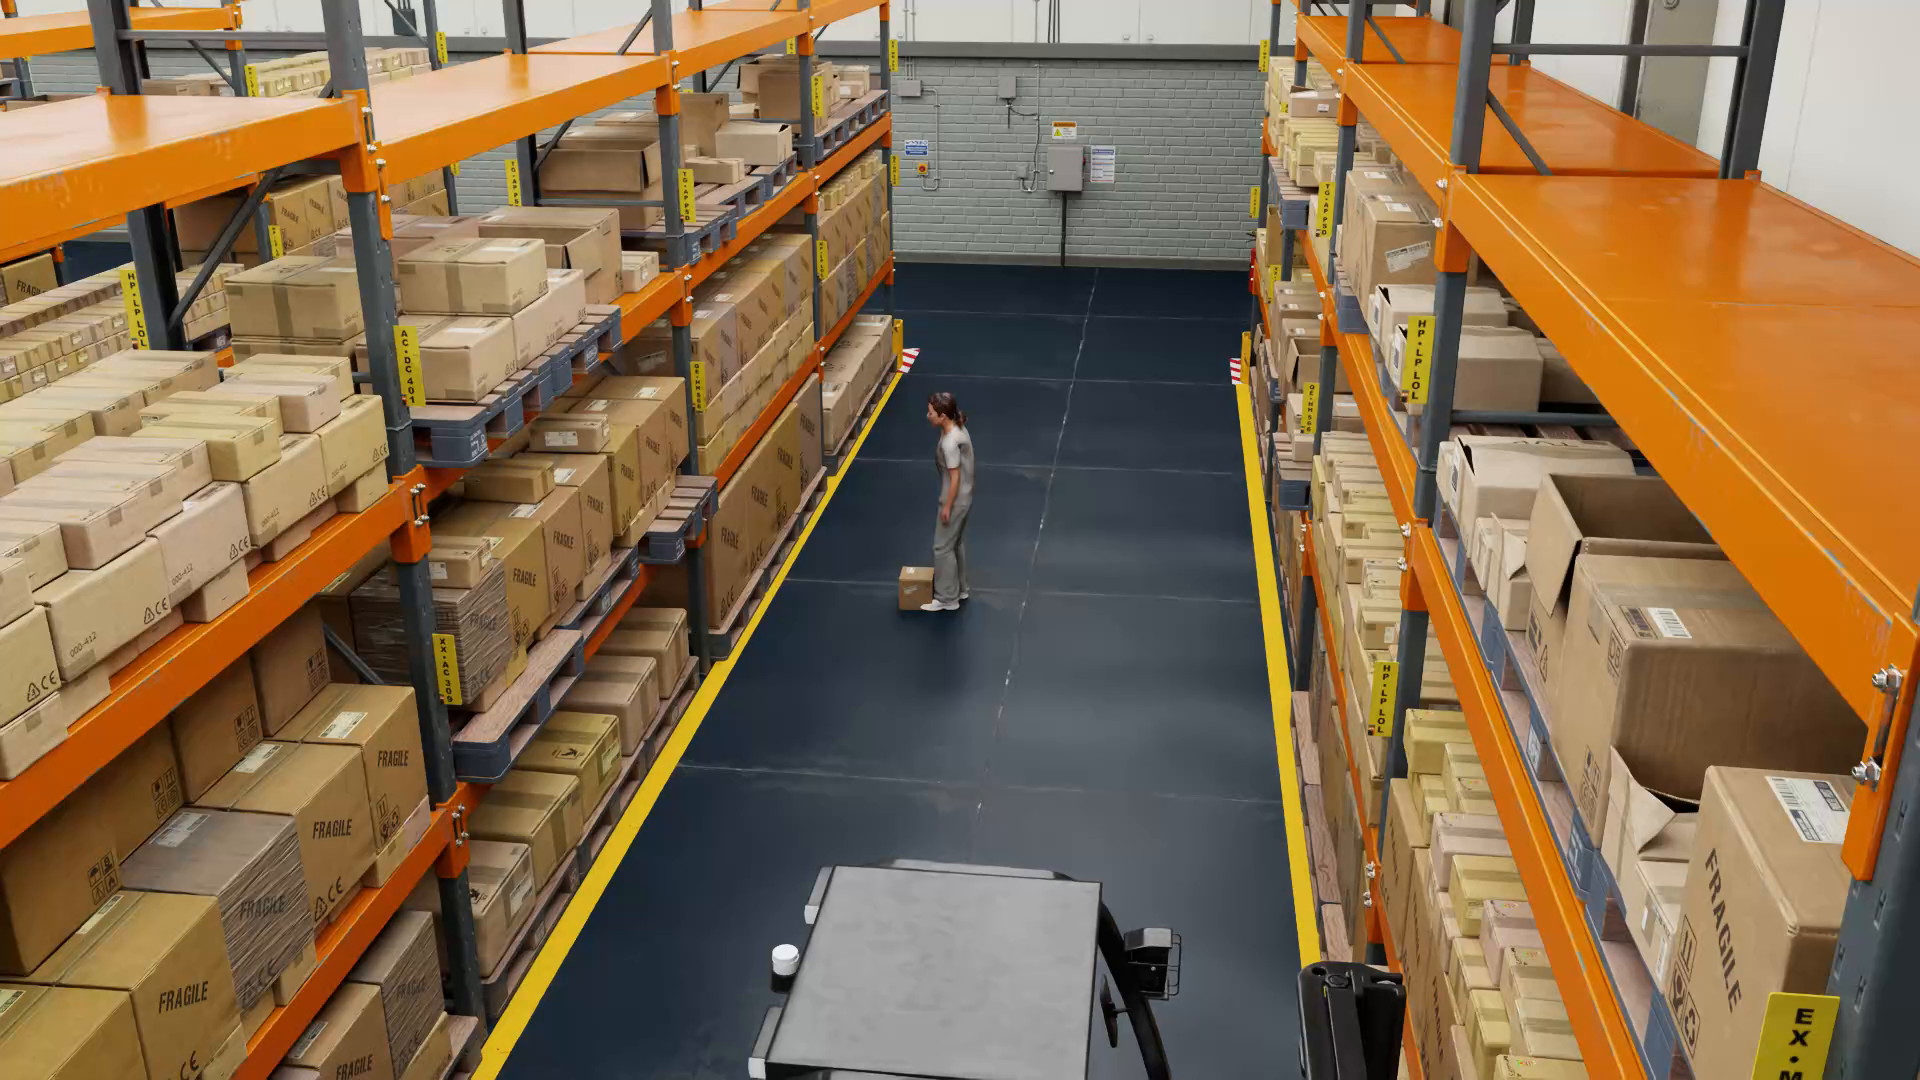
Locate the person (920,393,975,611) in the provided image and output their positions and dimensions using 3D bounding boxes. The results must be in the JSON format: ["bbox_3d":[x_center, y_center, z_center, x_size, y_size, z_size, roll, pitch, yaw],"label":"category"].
[{"bbox_3d":[-0.100,-0.290,12.236,0.417,1.671,0.511,1,21,3],"label":"person"}]
